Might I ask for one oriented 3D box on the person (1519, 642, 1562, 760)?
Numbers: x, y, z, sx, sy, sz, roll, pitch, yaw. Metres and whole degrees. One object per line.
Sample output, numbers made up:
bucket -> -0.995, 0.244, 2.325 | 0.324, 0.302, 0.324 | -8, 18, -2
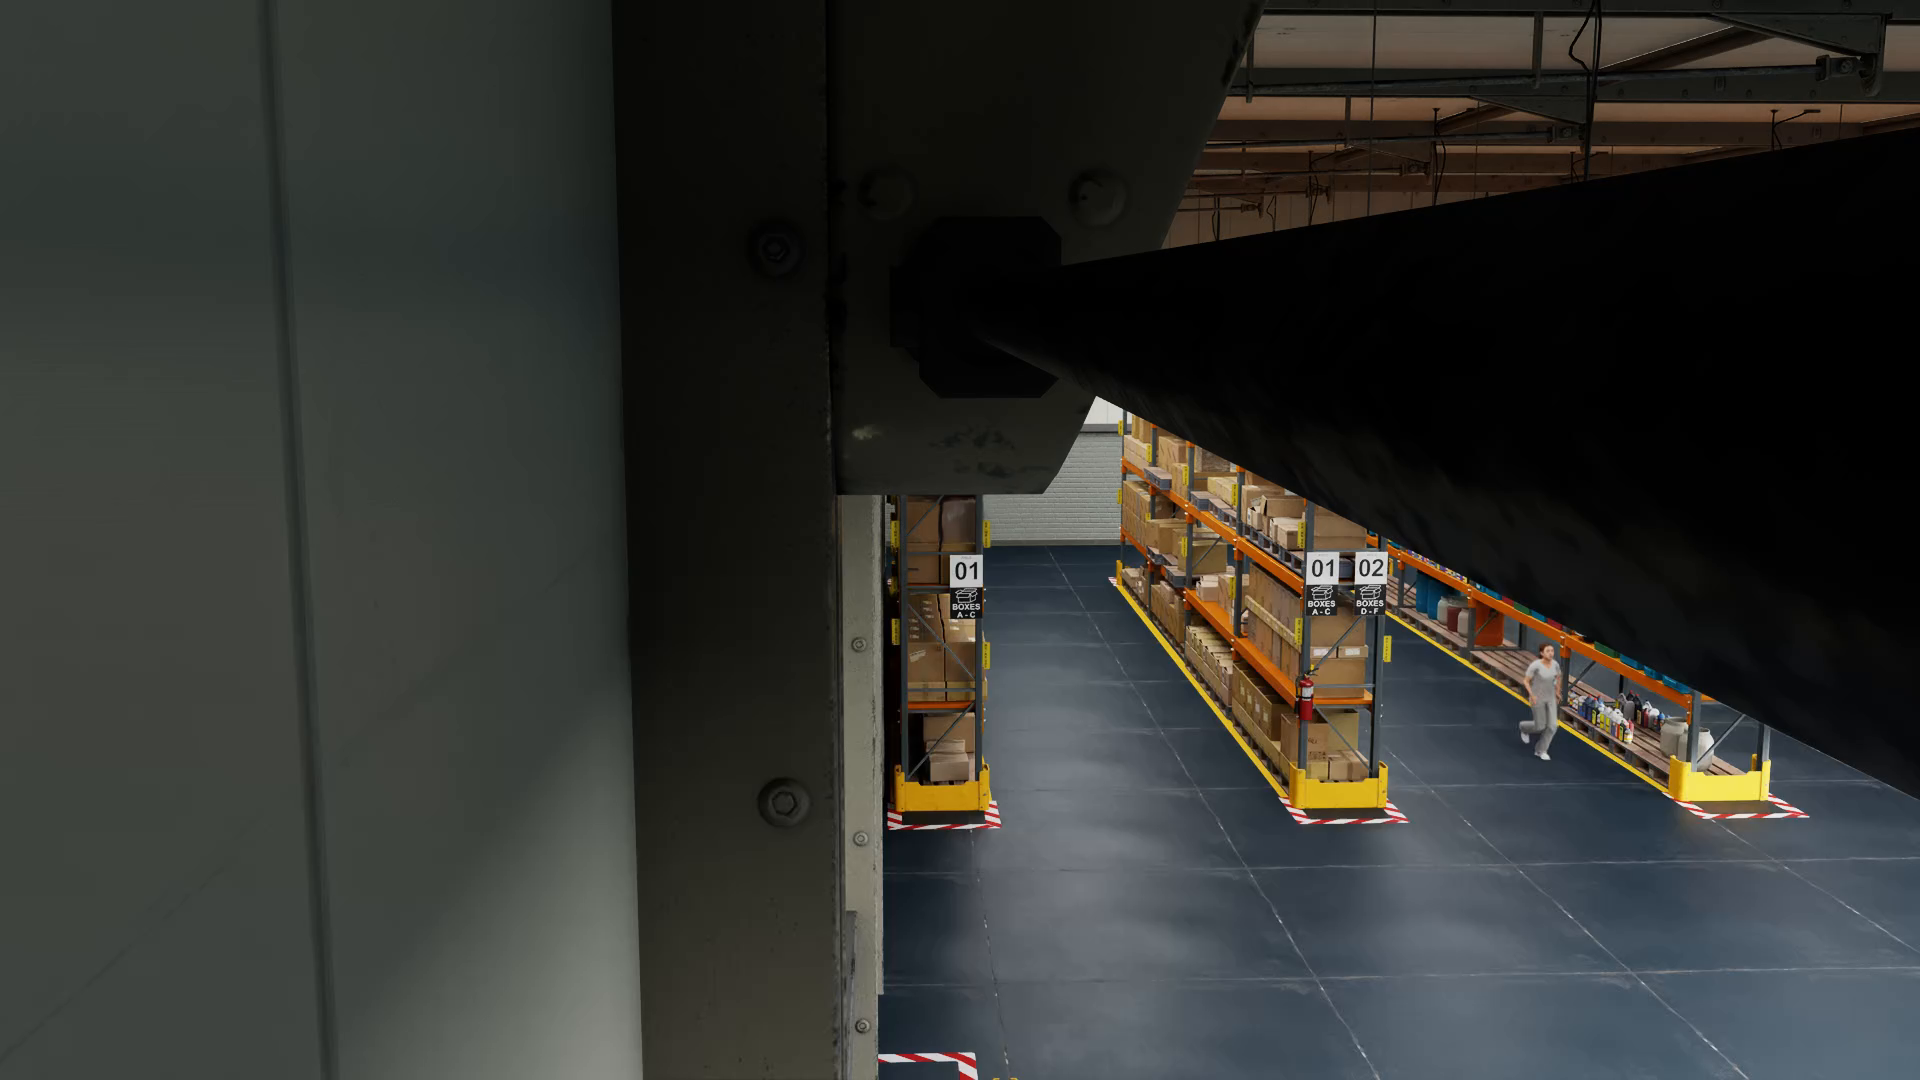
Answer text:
person -> 7.981, 2.178, 22.877 | 0.550, 1.621, 0.622 | -2, 9, -10
